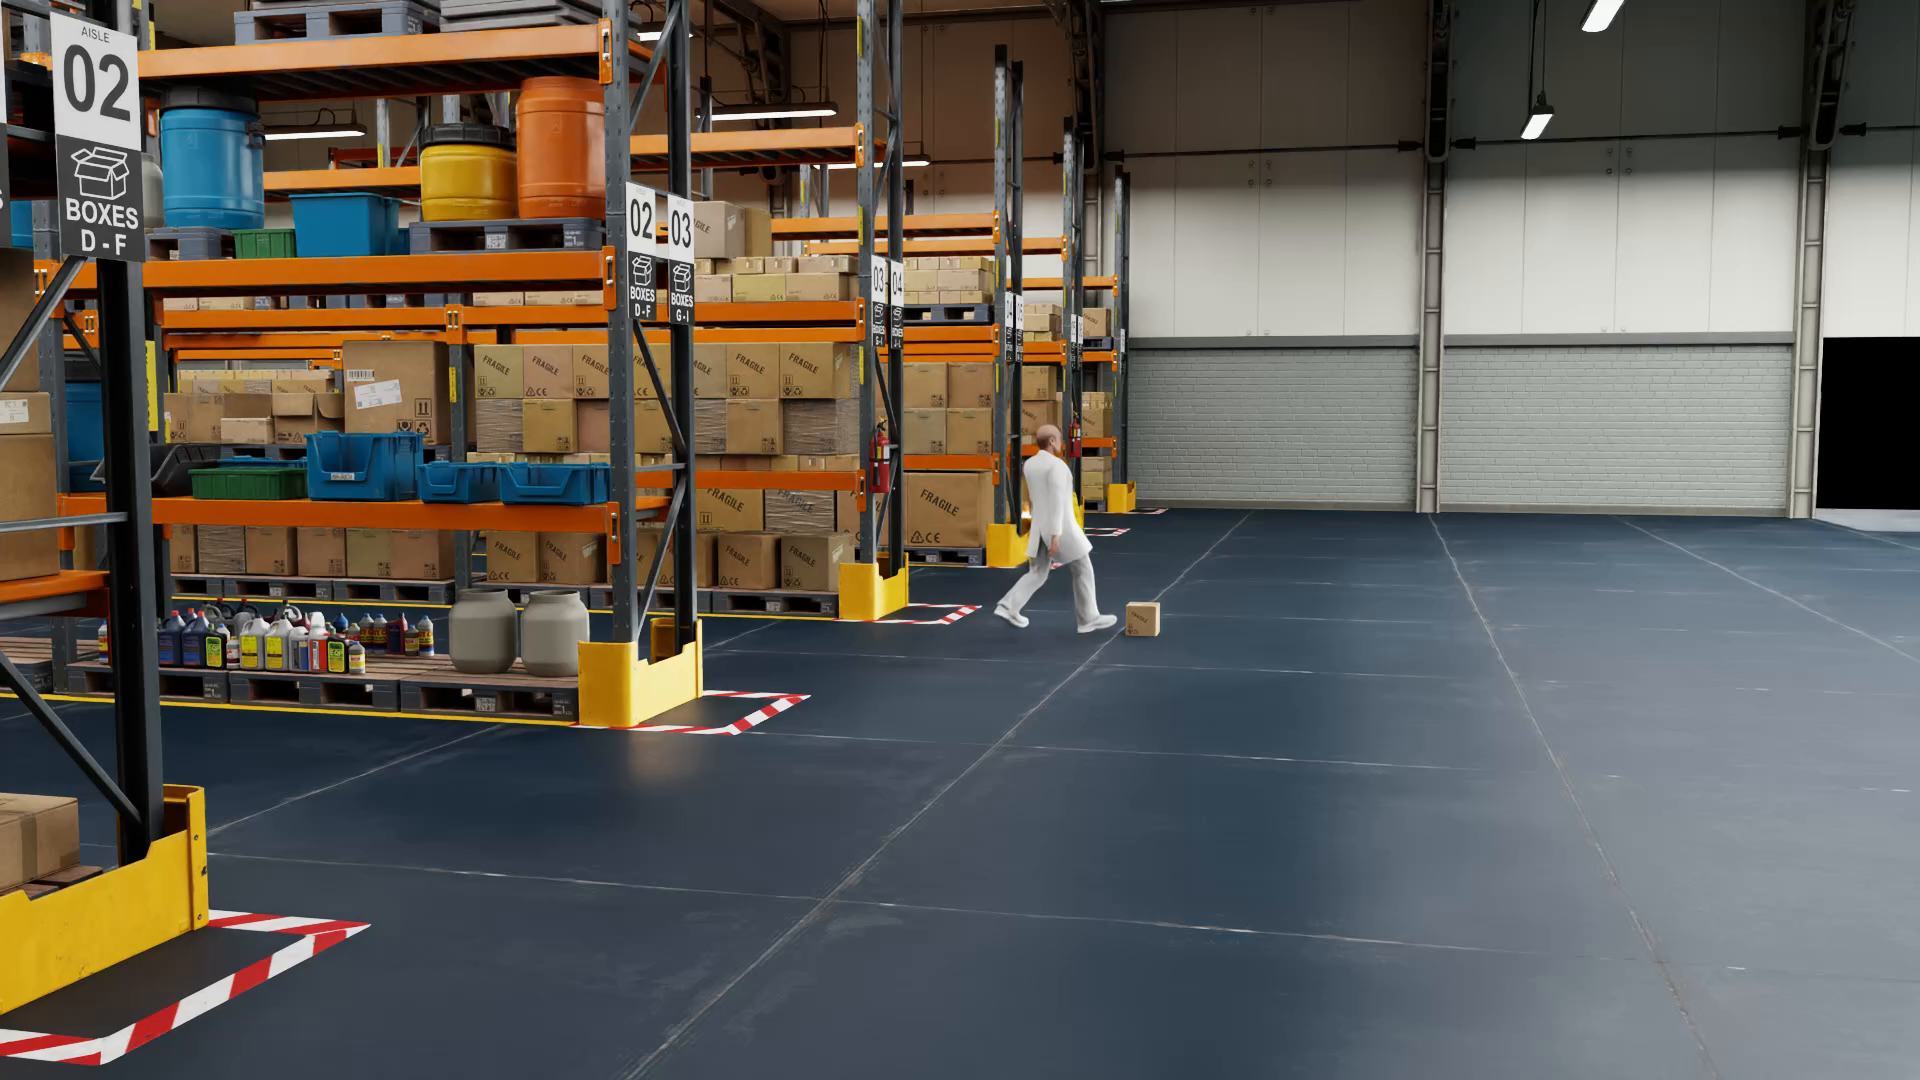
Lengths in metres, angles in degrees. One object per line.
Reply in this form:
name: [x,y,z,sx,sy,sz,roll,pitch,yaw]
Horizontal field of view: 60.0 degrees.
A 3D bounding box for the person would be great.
person: [0.777,-0.087,13.680,1.109,1.723,0.578,-4,6,-38]
